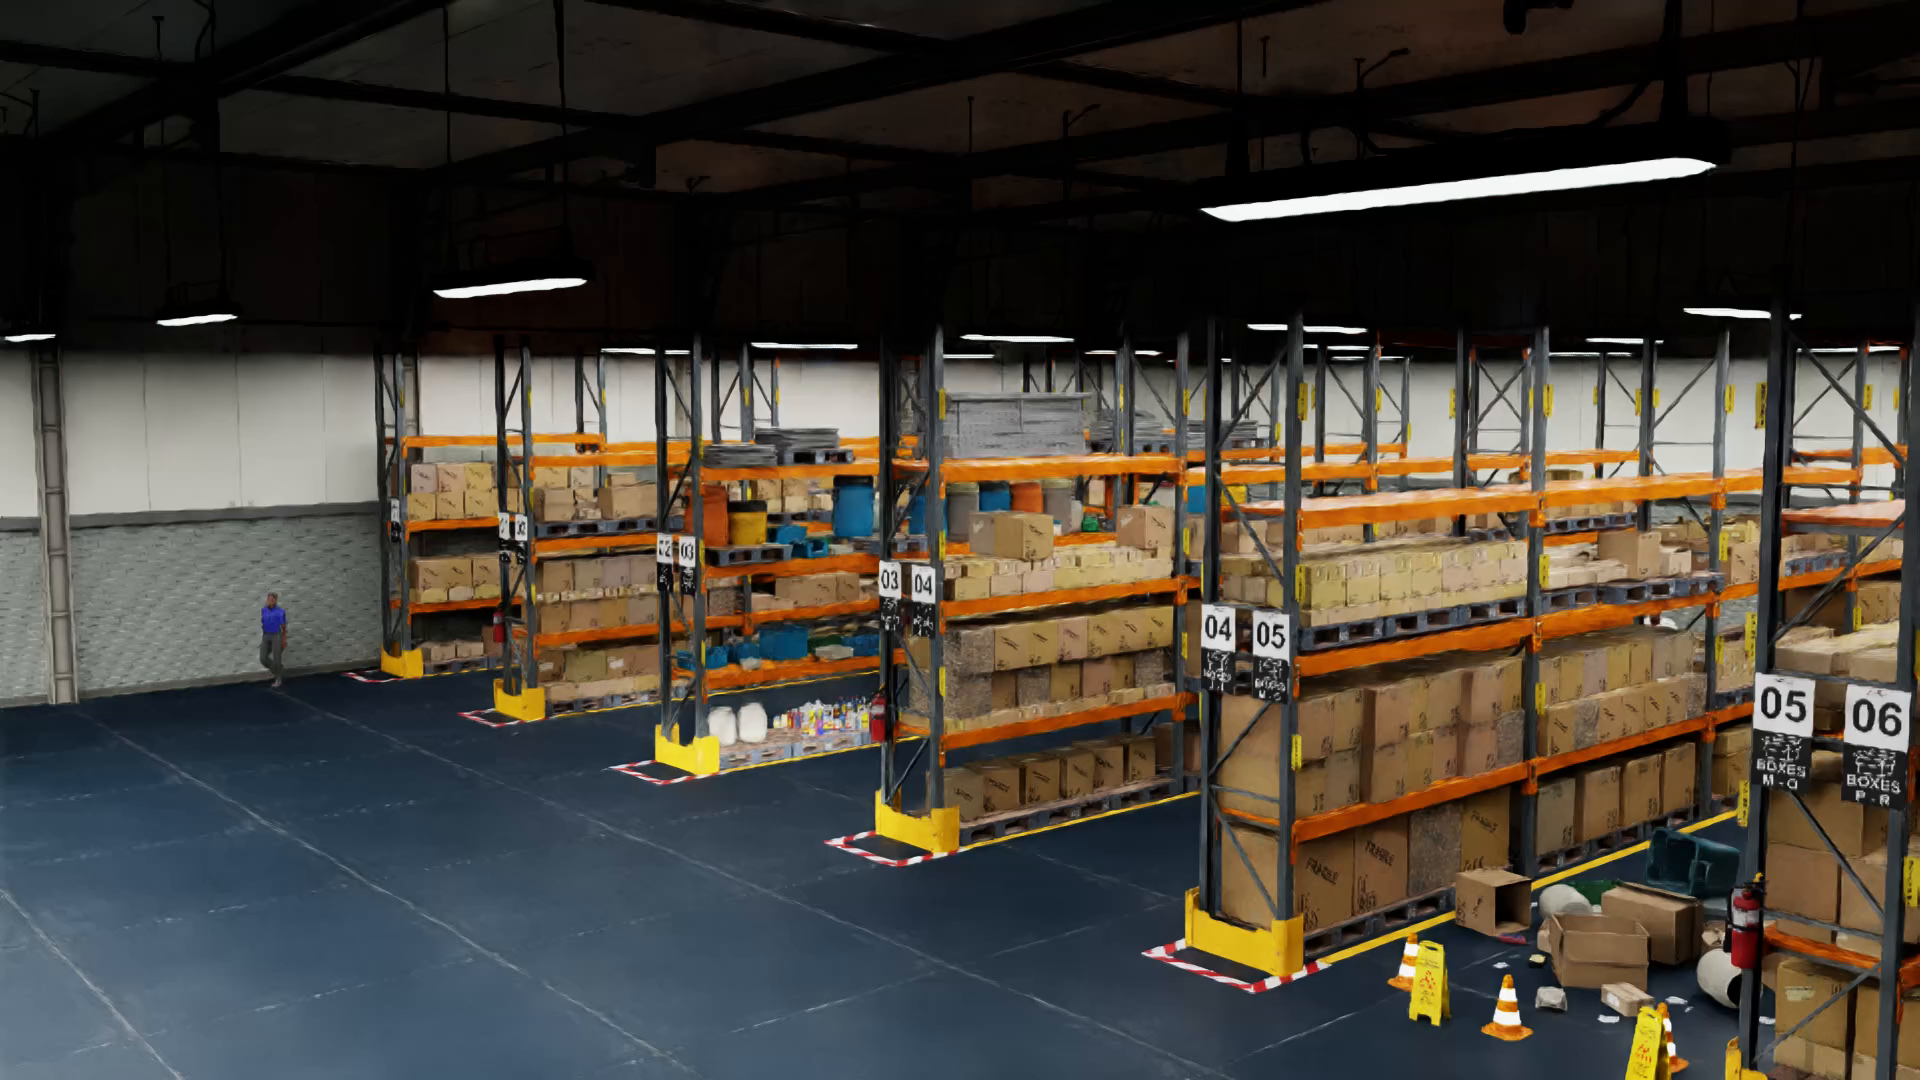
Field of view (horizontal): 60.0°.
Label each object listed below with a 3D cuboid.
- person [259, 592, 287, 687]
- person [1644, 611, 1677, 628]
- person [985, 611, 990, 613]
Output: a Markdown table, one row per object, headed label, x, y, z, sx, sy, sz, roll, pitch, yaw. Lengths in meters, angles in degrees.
| label | x | y | z | sx | sy | sz | roll | pitch | yaw |
| --- | --- | --- | --- | --- | --- | --- | --- | --- | --- |
| person | -11.926 | 1.712 | 28.950 | 0.521 | 1.650 | 0.509 | 1 | 5 | 12 |
| person | 11.329 | 1.856 | 27.060 | 0.578 | 1.714 | 0.718 | -5 | 7 | -42 |
| person | 0.531 | 1.804 | 27.672 | 1.040 | 1.658 | 0.533 | -3 | 6 | -32 |
